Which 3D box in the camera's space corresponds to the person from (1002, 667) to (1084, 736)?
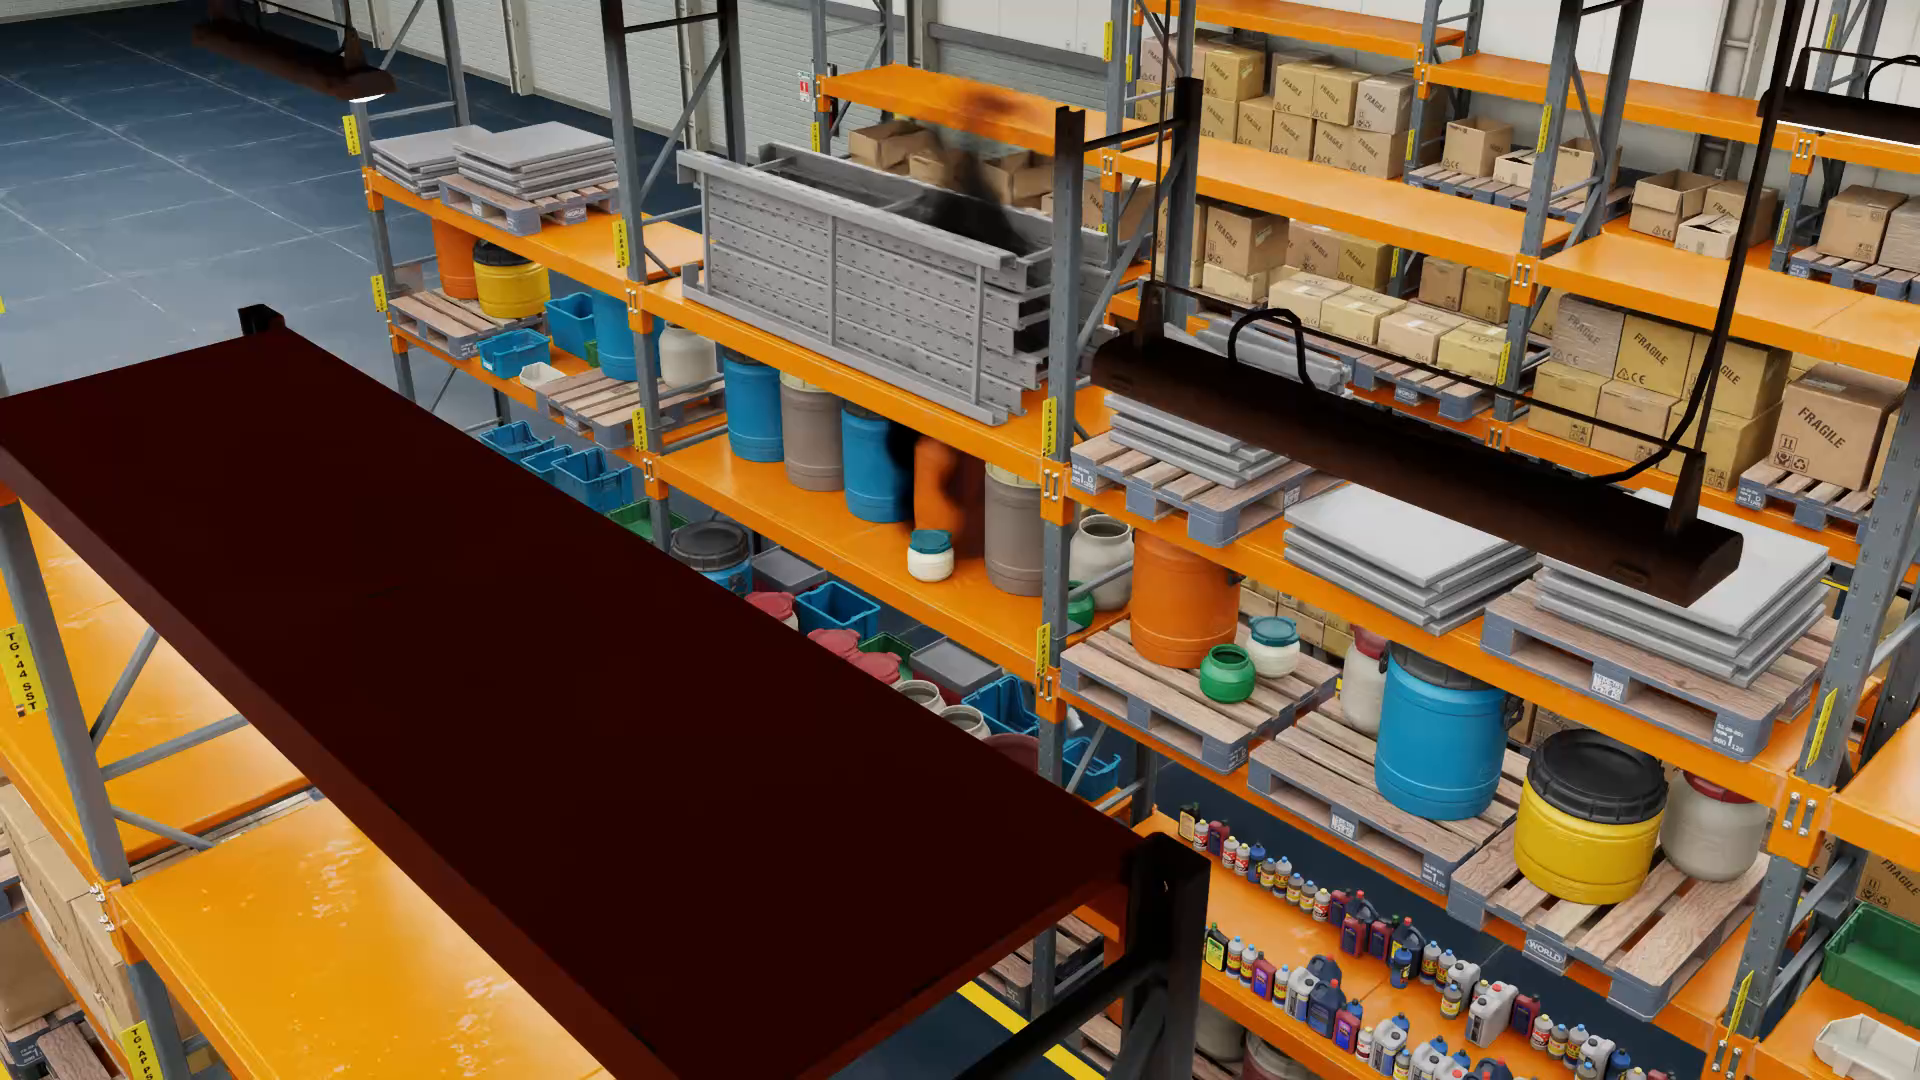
[{"bbox_3d":[0.574,0.878,13.343,0.925,1.791,0.733,20,34,32],"label":"person"}]
